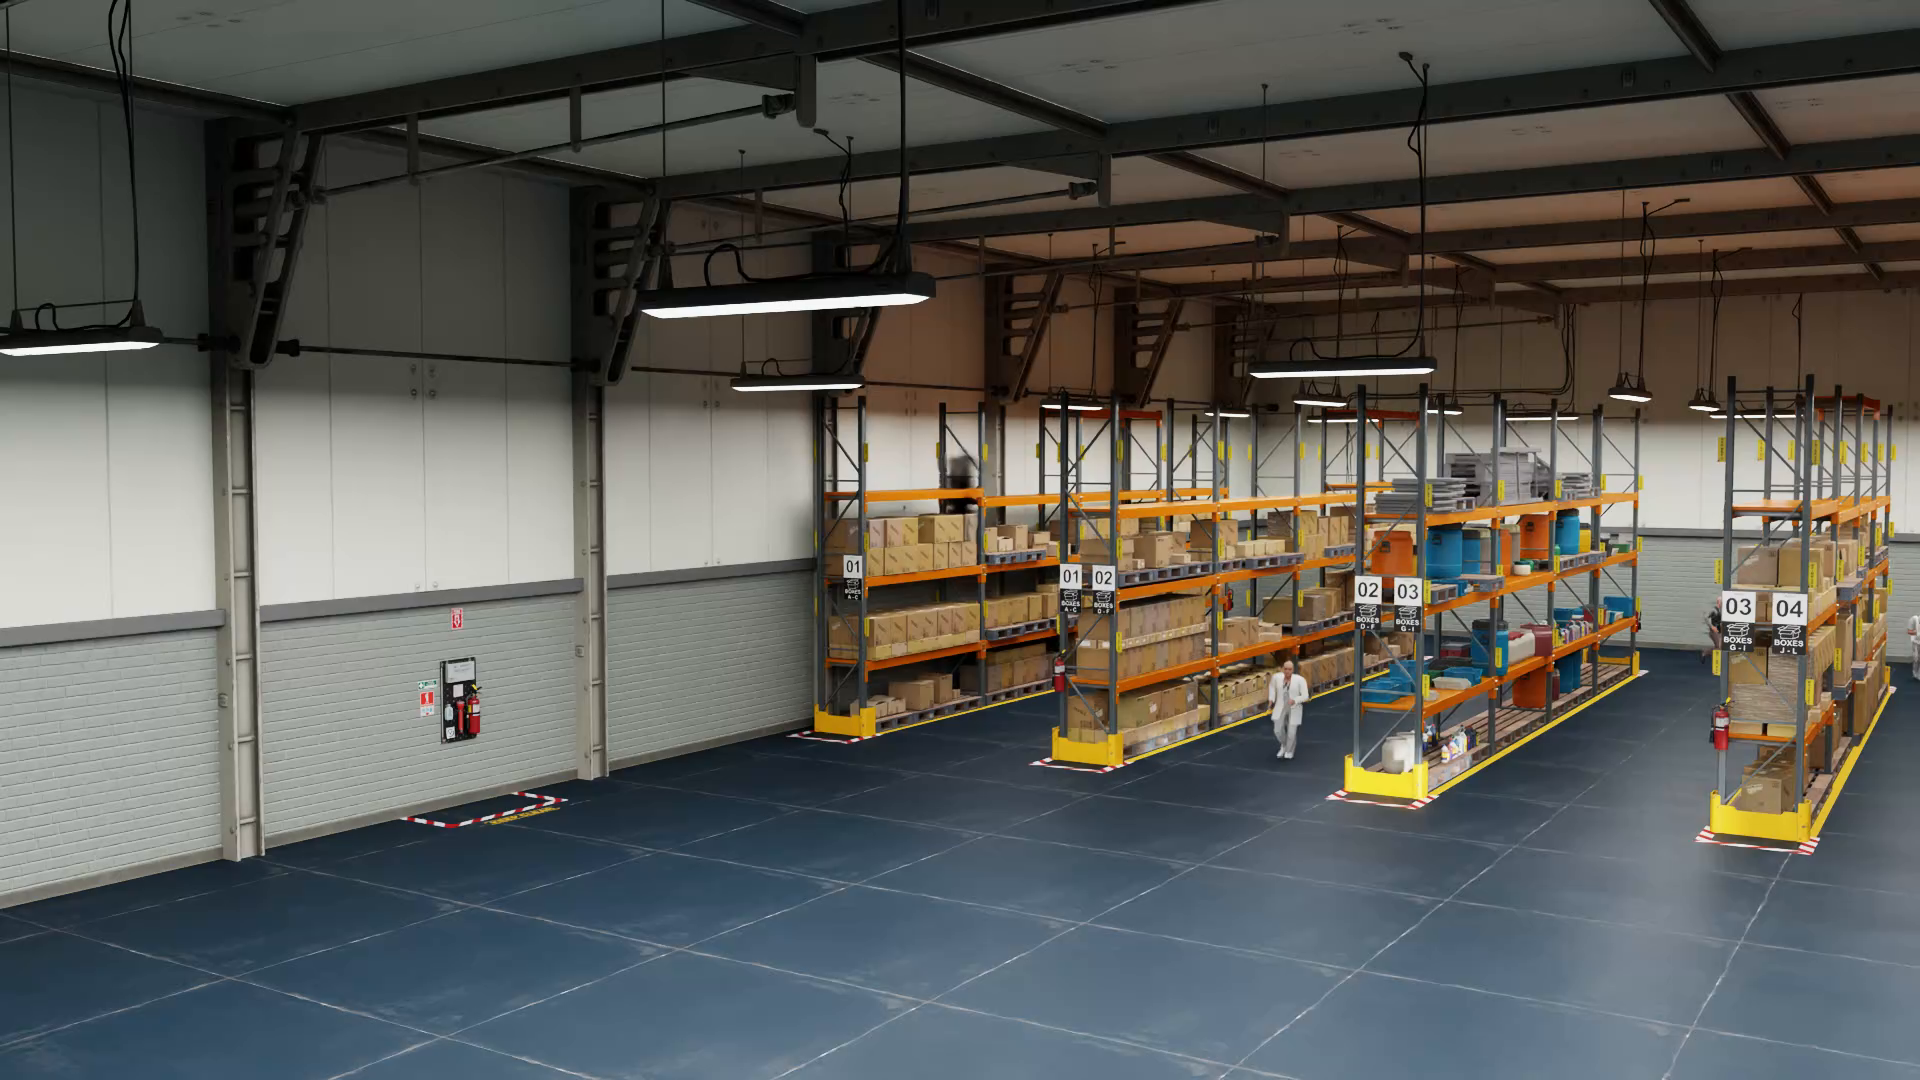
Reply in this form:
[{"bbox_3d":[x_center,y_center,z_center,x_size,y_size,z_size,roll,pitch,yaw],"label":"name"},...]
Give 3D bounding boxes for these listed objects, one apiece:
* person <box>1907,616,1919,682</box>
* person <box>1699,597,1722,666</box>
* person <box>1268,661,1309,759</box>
[{"bbox_3d":[20.970,2.269,36.186,0.699,1.734,0.907,1,3,17],"label":"person"},{"bbox_3d":[17.573,2.152,38.621,0.716,1.677,0.717,-2,3,-28],"label":"person"},{"bbox_3d":[5.319,2.767,27.029,0.698,1.646,0.892,1,3,19],"label":"person"}]
